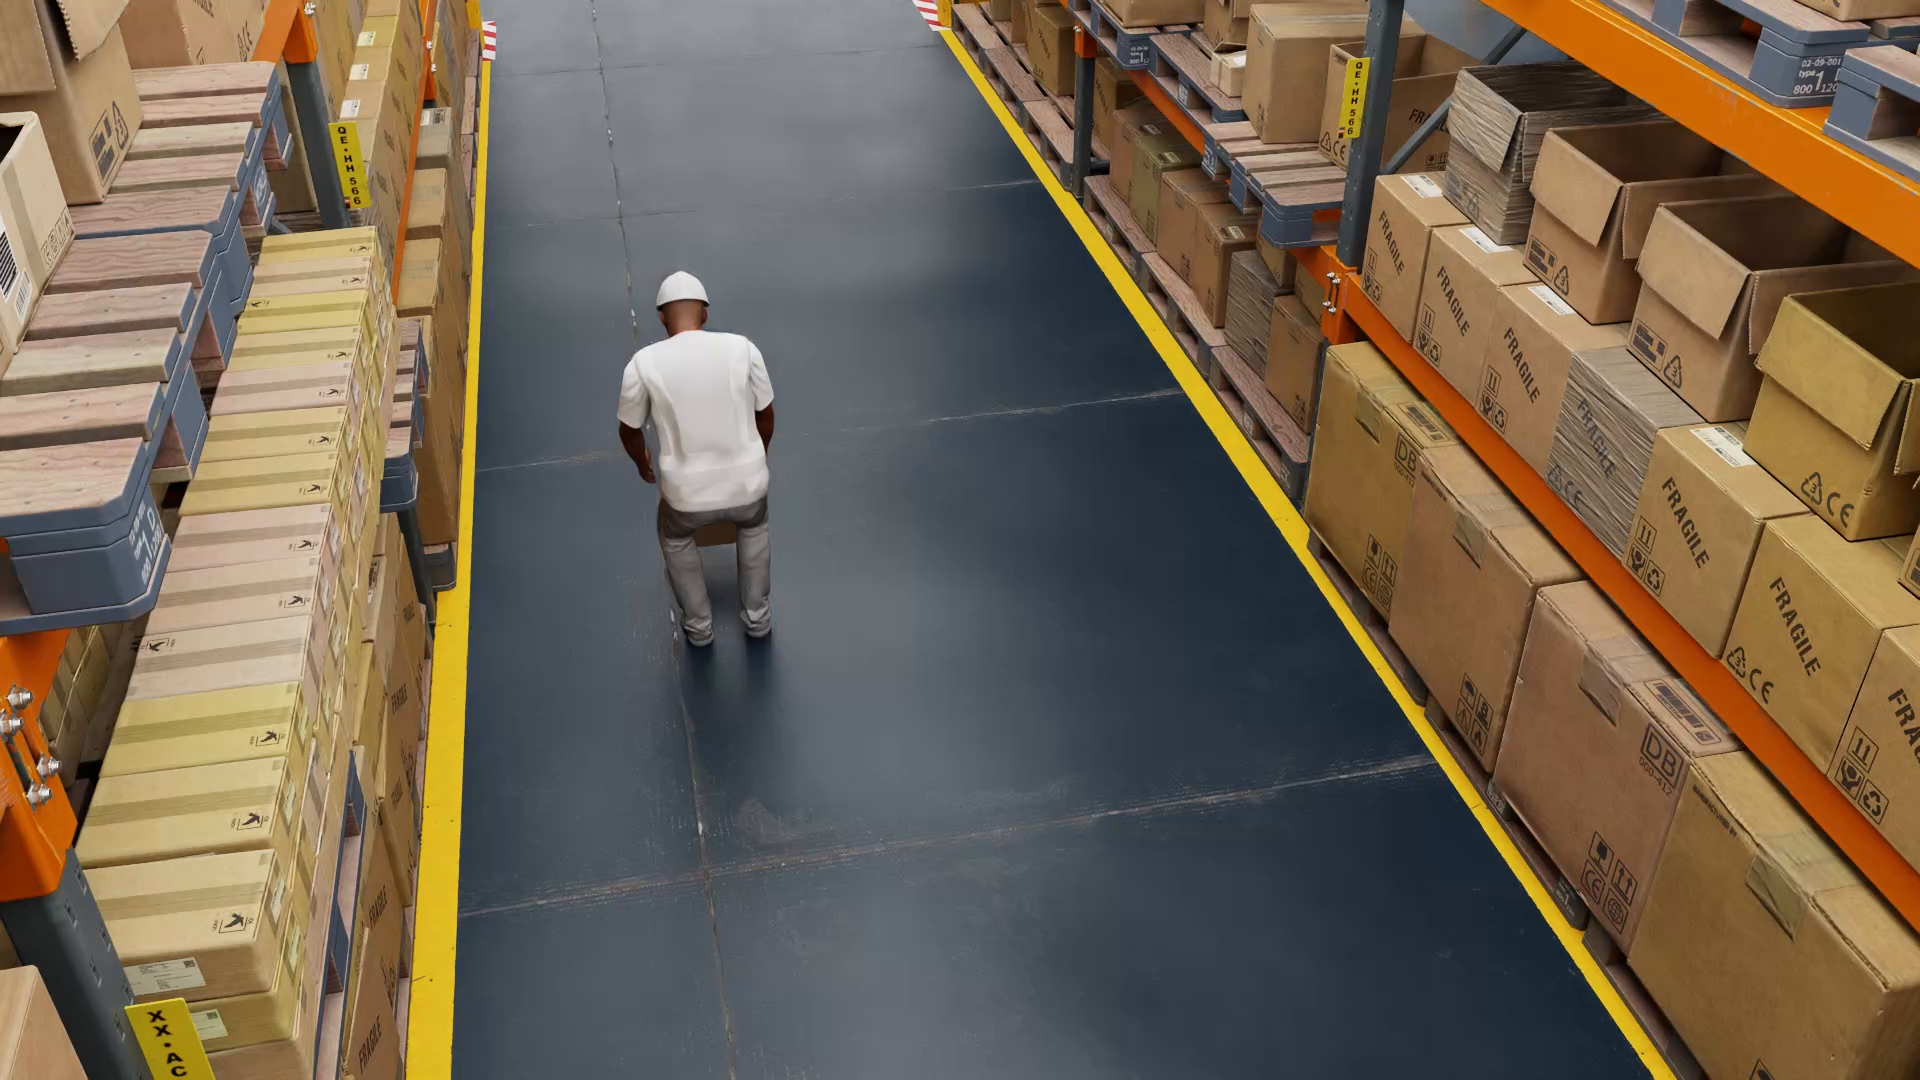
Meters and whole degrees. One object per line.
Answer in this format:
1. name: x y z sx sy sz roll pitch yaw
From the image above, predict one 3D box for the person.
1. person: -1.044 -0.287 6.745 0.625 1.543 0.666 -7 35 -10
